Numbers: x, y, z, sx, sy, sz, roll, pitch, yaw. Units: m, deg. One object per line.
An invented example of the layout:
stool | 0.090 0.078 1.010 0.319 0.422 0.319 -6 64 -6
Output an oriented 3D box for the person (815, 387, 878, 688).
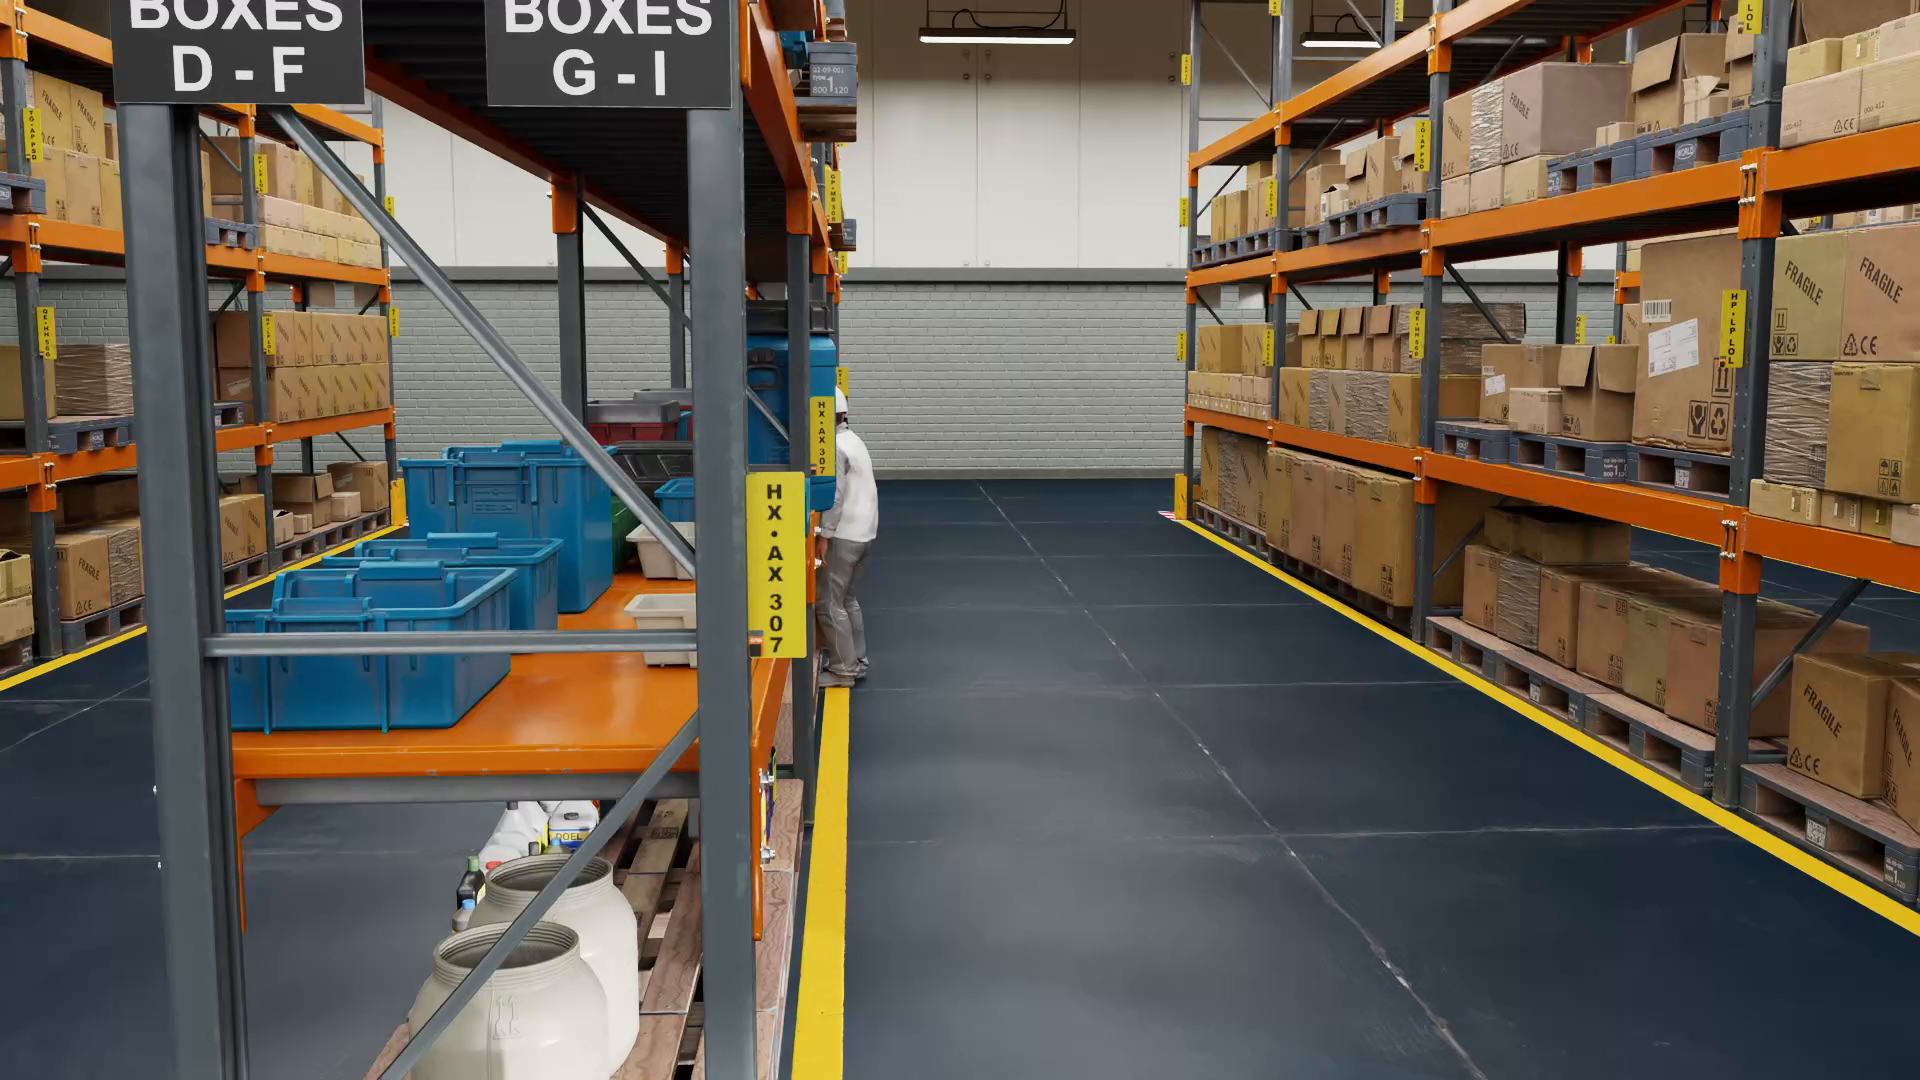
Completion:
person | -0.720 -0.026 9.847 0.462 1.772 0.589 1 7 12
